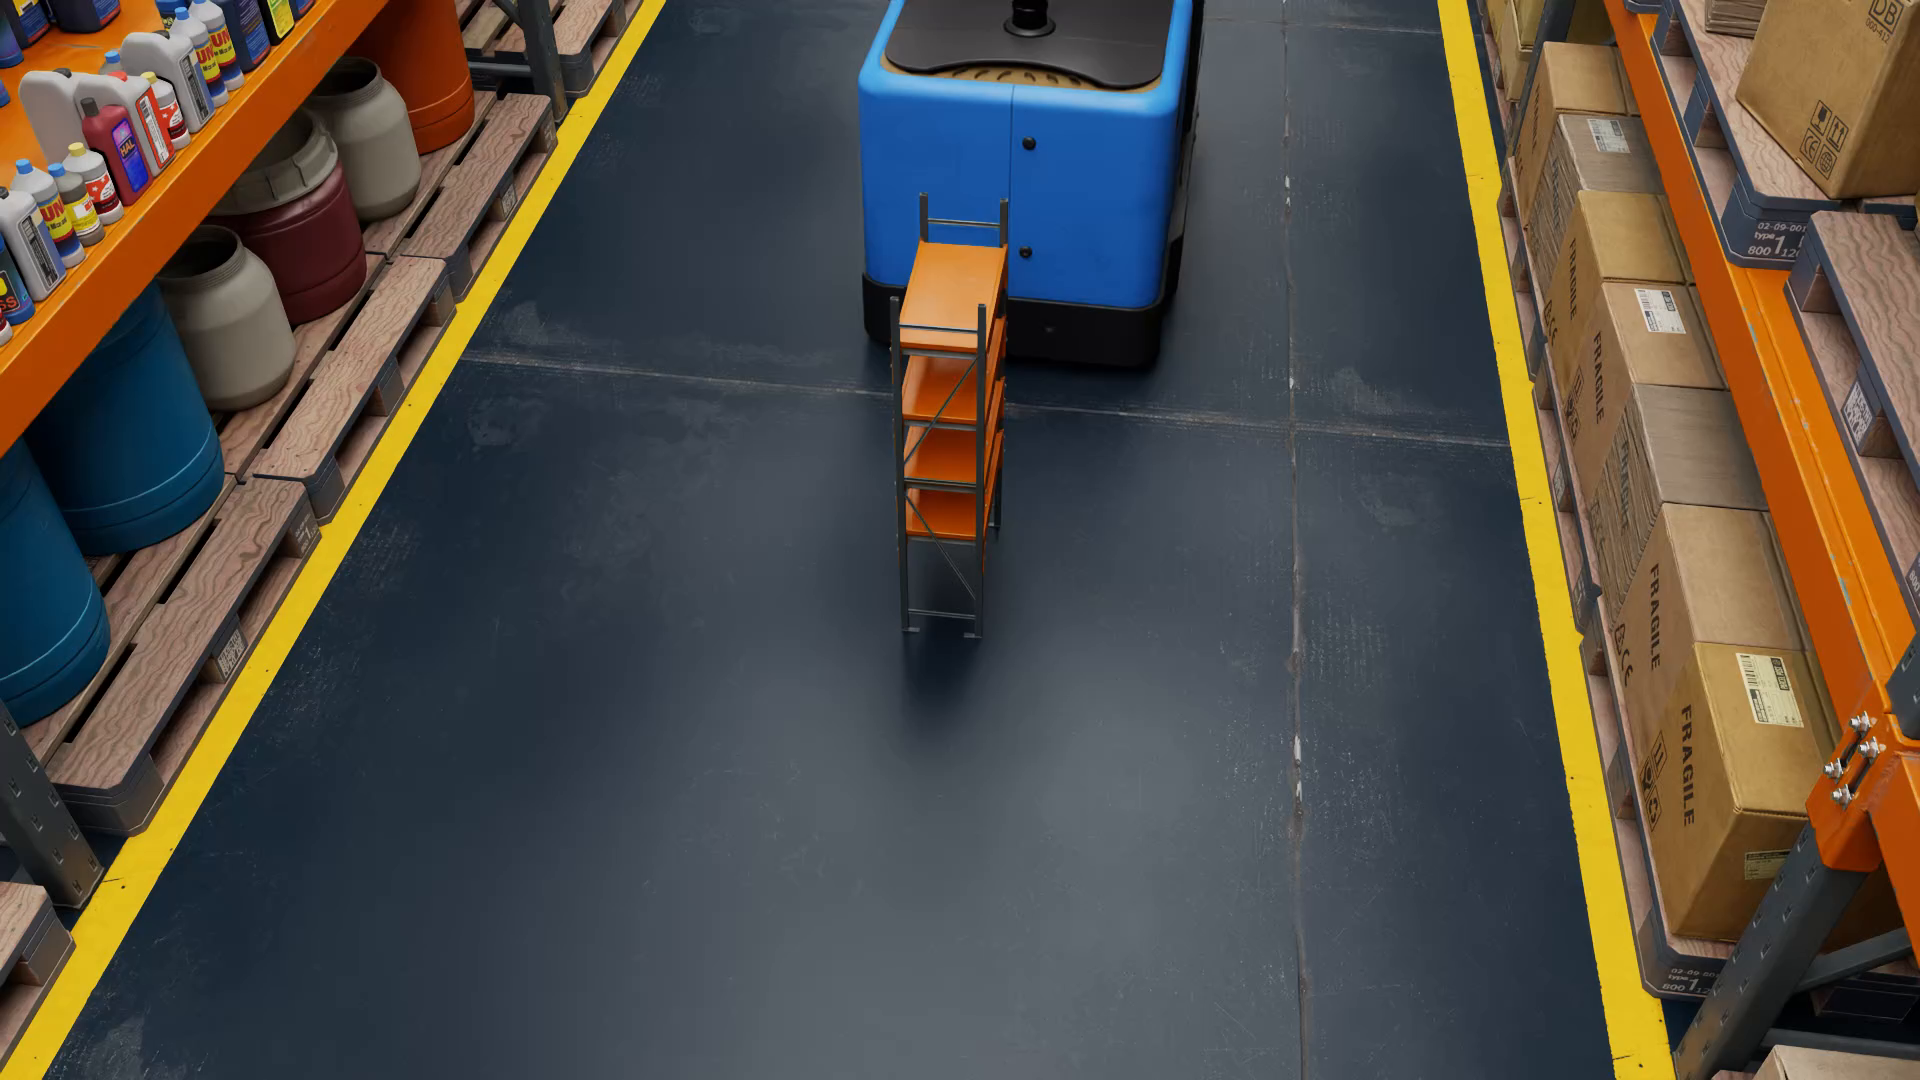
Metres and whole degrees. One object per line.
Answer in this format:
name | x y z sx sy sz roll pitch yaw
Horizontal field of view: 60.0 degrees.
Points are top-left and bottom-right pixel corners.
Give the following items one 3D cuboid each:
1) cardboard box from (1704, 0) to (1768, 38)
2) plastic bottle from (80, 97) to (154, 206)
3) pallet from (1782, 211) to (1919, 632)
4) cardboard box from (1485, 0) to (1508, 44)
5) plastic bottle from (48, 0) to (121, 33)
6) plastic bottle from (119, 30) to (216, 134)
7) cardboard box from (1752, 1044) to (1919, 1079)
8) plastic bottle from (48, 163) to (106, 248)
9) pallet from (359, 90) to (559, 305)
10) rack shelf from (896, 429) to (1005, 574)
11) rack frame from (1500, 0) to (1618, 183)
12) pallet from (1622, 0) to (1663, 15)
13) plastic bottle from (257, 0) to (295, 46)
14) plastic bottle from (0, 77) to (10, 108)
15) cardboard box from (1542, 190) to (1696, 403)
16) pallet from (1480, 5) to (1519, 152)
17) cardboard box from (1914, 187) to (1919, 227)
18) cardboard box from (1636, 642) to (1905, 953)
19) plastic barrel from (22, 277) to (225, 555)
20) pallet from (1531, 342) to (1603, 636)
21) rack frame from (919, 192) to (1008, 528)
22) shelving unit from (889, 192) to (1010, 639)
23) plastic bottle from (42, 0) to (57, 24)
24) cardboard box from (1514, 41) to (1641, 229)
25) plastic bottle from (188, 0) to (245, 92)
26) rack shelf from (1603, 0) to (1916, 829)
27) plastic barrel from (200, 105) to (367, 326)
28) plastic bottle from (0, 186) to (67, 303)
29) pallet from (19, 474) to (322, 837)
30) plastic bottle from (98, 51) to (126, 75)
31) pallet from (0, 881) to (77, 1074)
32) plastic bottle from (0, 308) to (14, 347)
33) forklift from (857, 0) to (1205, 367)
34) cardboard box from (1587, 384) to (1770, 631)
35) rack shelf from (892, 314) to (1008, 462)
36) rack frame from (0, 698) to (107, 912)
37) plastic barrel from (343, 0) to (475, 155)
cardboard box | 2.426 -1.645 4.427 0.700 0.500 0.500 13 45 13
plastic bottle | -2.141 -1.002 4.212 0.061 0.283 0.133 5 44 6
pallet | 2.393 -0.240 3.462 1.003 0.211 1.213 5 44 6
cardboard box | 2.601 -2.388 7.285 0.500 0.250 0.500 5 44 5
plastic bottle | -2.619 -1.695 4.894 0.144 0.351 0.185 5 44 6
plastic bottle | -2.138 -1.253 4.482 0.152 0.276 0.135 5 44 6
cardboard box | 1.909 1.308 3.323 0.500 0.311 0.500 5 44 6
plastic bottle | -2.187 -0.829 4.088 0.097 0.201 0.097 0 43 0
pallet | -2.264 -1.401 6.576 1.003 0.211 1.213 5 44 6
rack shelf | -0.022 -0.130 4.901 0.258 0.148 0.480 5 44 6
rack frame | 2.708 -2.501 5.710 1.000 3.000 0.127 5 44 6
pallet | 2.688 -1.963 5.281 1.213 0.211 1.003 5 44 6
plastic bottle | -2.025 -1.602 4.845 0.061 0.283 0.133 5 44 6
plastic bottle | -2.709 -1.323 4.559 0.097 0.271 0.097 0 43 0
cardboard box | 2.230 -0.771 5.380 0.500 0.500 0.500 5 44 5
pallet | 2.856 -2.046 7.258 1.003 0.211 1.213 5 44 6
cardboard box | 2.492 -0.741 3.473 0.700 0.500 0.500 12 45 12
cardboard box | 1.961 0.610 3.922 0.500 0.500 0.500 5 44 5
plastic barrel | -2.548 -0.470 4.786 0.600 0.901 0.708 5 44 6
pallet | 2.408 -0.154 5.260 1.003 0.211 1.213 5 44 6
rack frame | 0.010 -0.489 4.894 0.240 1.200 0.015 5 44 6
shelving unit | -0.022 -0.323 4.718 0.258 1.200 0.503 5 44 6
plastic bottle | -2.762 -1.698 4.952 0.152 0.276 0.135 5 44 6
cardboard box | 2.365 -1.469 6.118 0.500 0.500 0.500 7 44 7
plastic bottle | -2.083 -1.394 4.634 0.097 0.271 0.097 0 43 0
rack shelf | 2.444 -0.877 4.518 1.077 0.370 4.000 5 44 6
plastic barrel | -2.398 -1.126 5.706 0.600 0.588 0.708 5 44 6
plastic bottle | -2.243 -0.713 3.912 0.152 0.276 0.135 5 44 6
pallet | -2.587 0.262 4.819 1.003 0.211 1.213 5 44 6
plastic bottle | -2.264 -1.225 4.506 0.097 0.201 0.097 0 43 0
pallet | -2.789 1.289 3.735 1.003 0.211 1.213 5 44 6
plastic bottle | -2.244 -0.538 3.781 0.097 0.201 0.097 0 43 0
forklift | 0.413 -2.688 5.957 1.130 2.935 3.031 7 44 7
cardboard box | 2.101 -0.068 4.638 0.500 0.500 0.500 6 44 6
rack shelf | -0.022 -0.436 4.611 0.258 0.148 0.480 5 44 6
rack frame | -2.730 -0.228 3.309 1.000 3.000 0.127 5 44 6
plastic barrel | -2.249 -1.984 6.436 0.600 0.830 0.708 5 44 6
